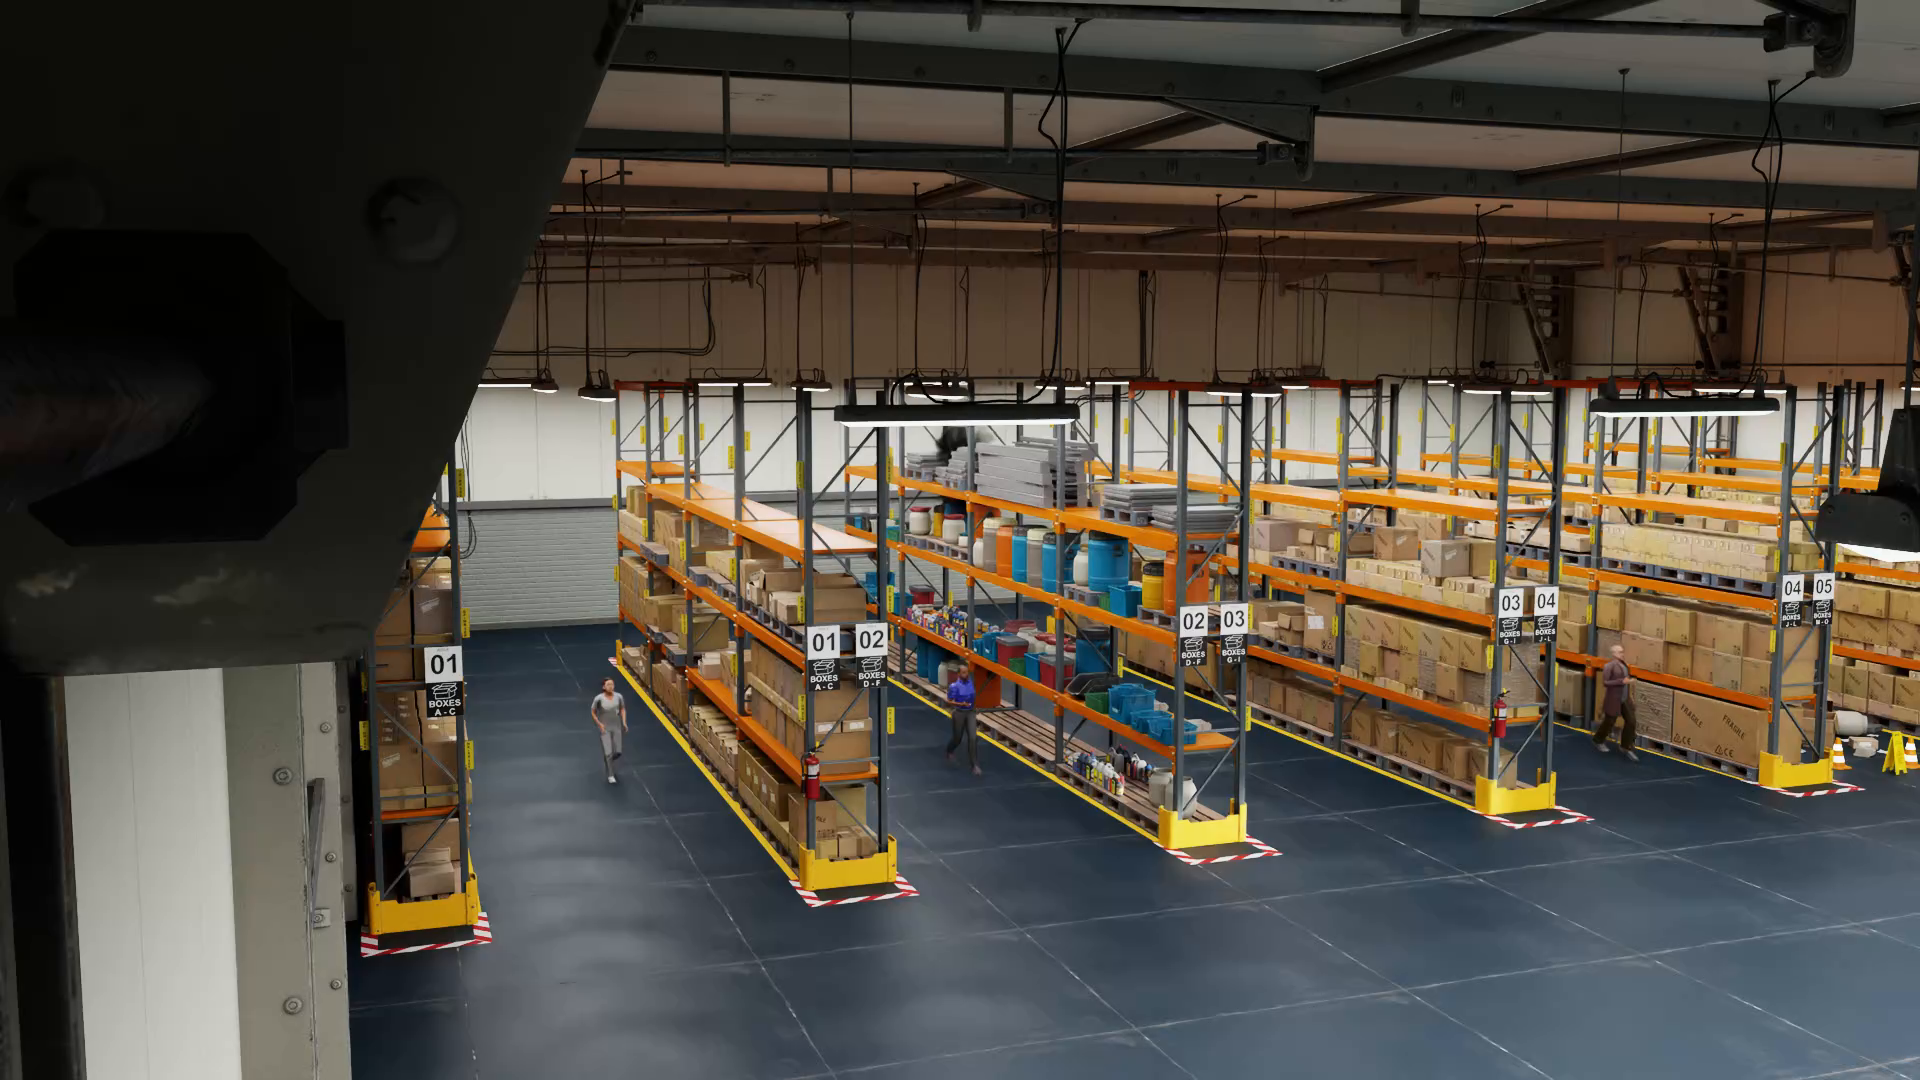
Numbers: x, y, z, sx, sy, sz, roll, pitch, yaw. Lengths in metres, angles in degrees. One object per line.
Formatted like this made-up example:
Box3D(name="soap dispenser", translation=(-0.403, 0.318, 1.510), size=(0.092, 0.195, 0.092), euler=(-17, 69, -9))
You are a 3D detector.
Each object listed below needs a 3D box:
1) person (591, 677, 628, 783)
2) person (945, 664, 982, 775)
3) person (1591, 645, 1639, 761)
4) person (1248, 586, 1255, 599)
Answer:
Box3D(name="person", translation=(-5.355, 2.863, 25.315), size=(0.545, 1.619, 0.602), euler=(-3, 7, -28))
Box3D(name="person", translation=(0.048, 2.766, 25.884), size=(0.581, 1.652, 0.924), euler=(-3, 7, -29))
Box3D(name="person", translation=(10.575, 2.603, 26.809), size=(0.685, 1.831, 0.831), euler=(-3, 7, -26))
Box3D(name="person", translation=(6.420, 1.596, 37.528), size=(0.523, 1.568, 0.553), euler=(-2, 6, -15))
